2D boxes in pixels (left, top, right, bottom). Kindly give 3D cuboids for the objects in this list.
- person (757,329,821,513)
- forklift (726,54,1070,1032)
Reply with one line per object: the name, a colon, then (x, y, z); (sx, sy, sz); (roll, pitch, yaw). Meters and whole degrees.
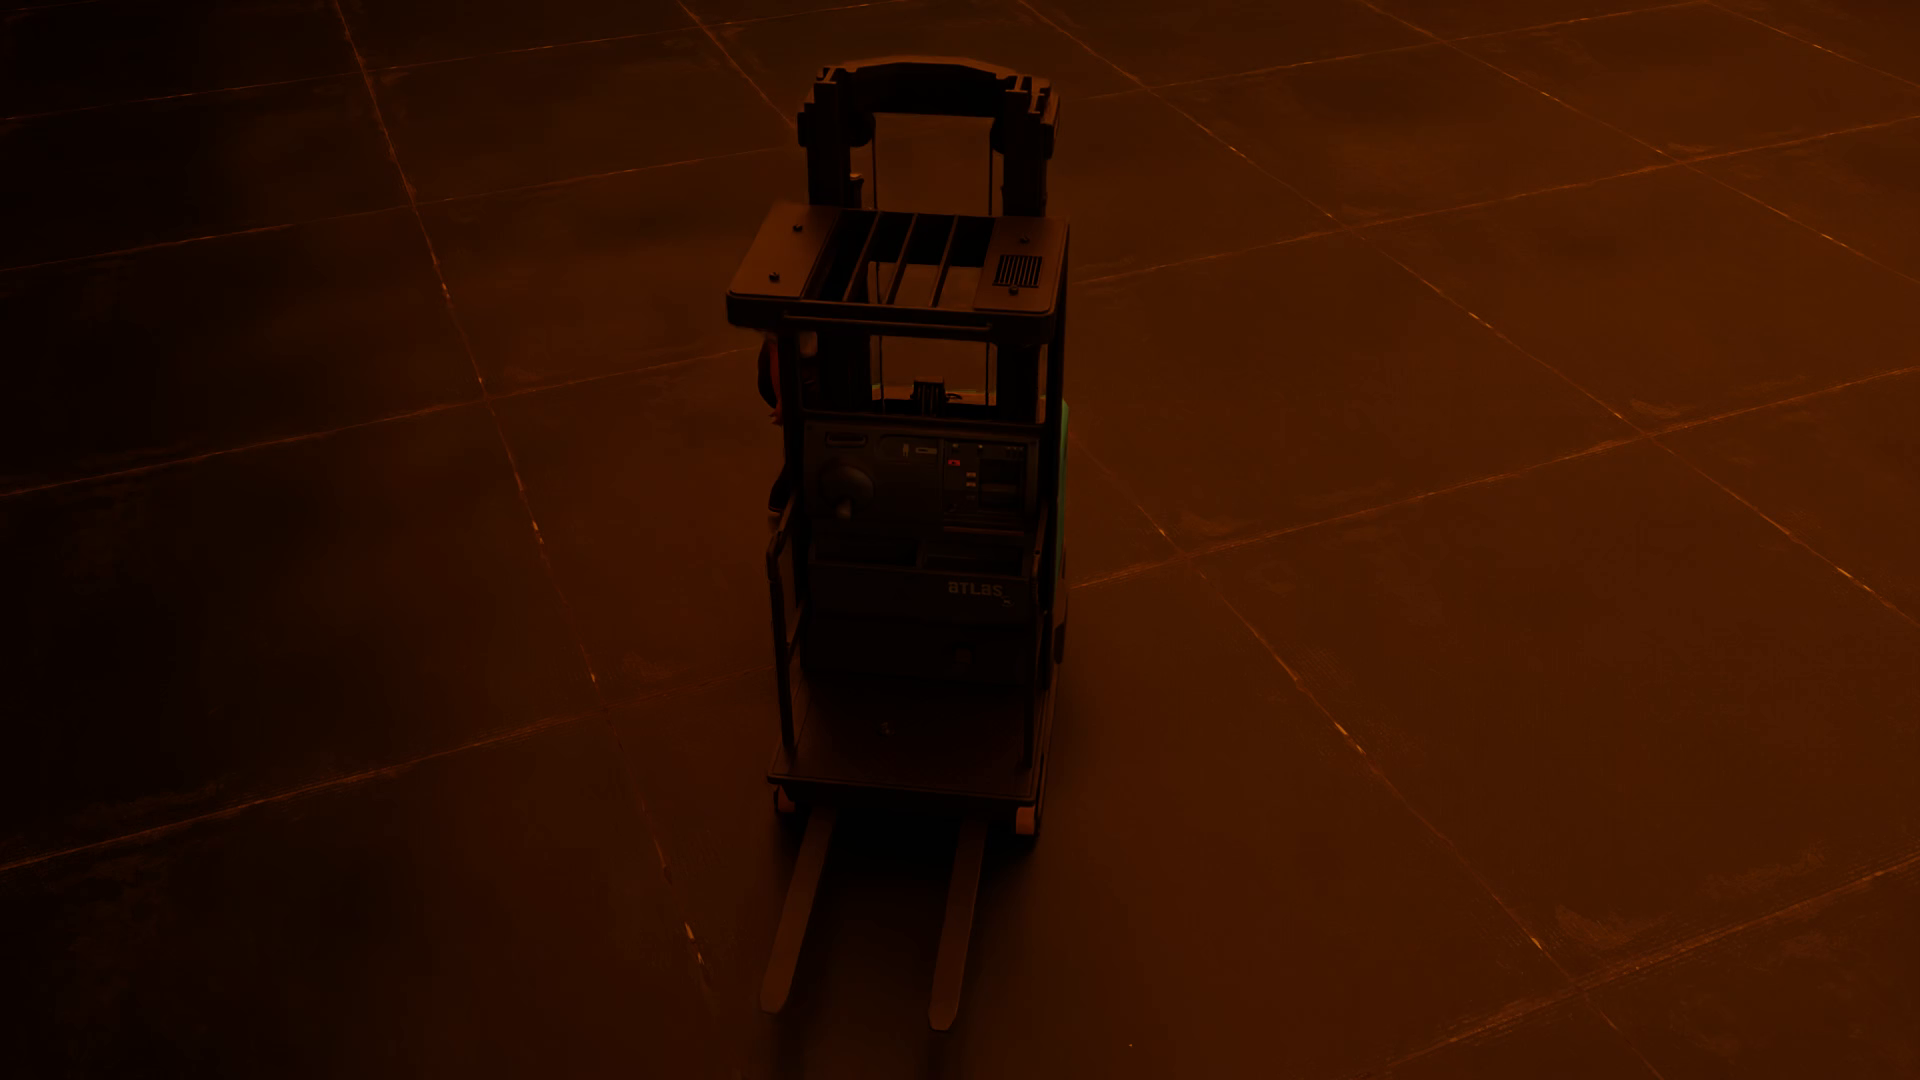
person: (-0.845, -0.883, 8.474); (0.377, 1.622, 0.796); (-3, 36, -4)
forklift: (-0.182, -0.186, 6.360); (1.130, 2.935, 3.031); (4, 36, 6)
